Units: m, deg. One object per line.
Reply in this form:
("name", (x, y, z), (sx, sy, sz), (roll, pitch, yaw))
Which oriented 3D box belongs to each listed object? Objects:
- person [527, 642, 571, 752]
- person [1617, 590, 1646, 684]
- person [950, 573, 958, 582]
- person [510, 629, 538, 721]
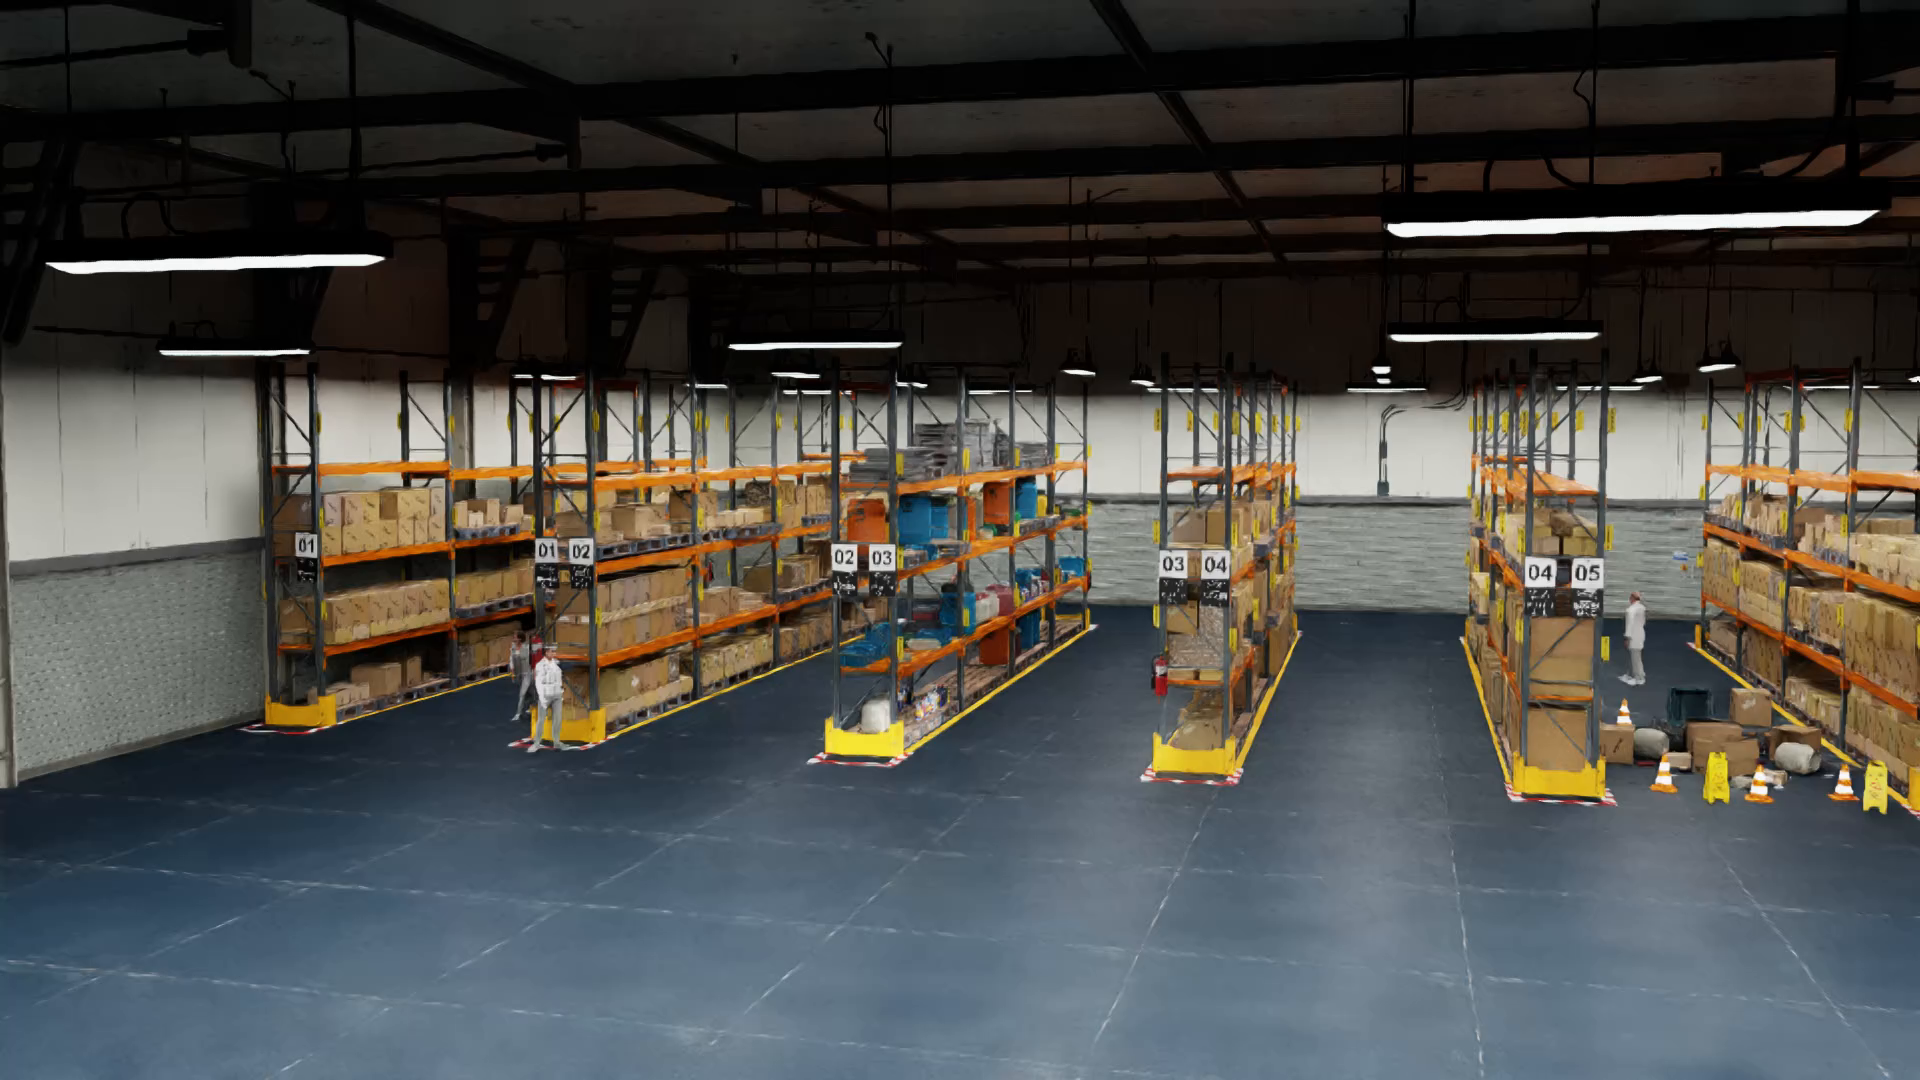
("person", (-6.291, 2.382, 25.324), (0.408, 1.678, 0.634), (3, 5, 41))
("person", (12.937, 1.852, 31.972), (0.614, 1.779, 0.656), (4, 5, 42))
("person", (-0.132, 1.555, 37.081), (0.542, 1.645, 1.126), (1, 4, 17))
("person", (-7.412, 2.252, 28.126), (0.417, 1.517, 1.036), (1, 4, 17))
